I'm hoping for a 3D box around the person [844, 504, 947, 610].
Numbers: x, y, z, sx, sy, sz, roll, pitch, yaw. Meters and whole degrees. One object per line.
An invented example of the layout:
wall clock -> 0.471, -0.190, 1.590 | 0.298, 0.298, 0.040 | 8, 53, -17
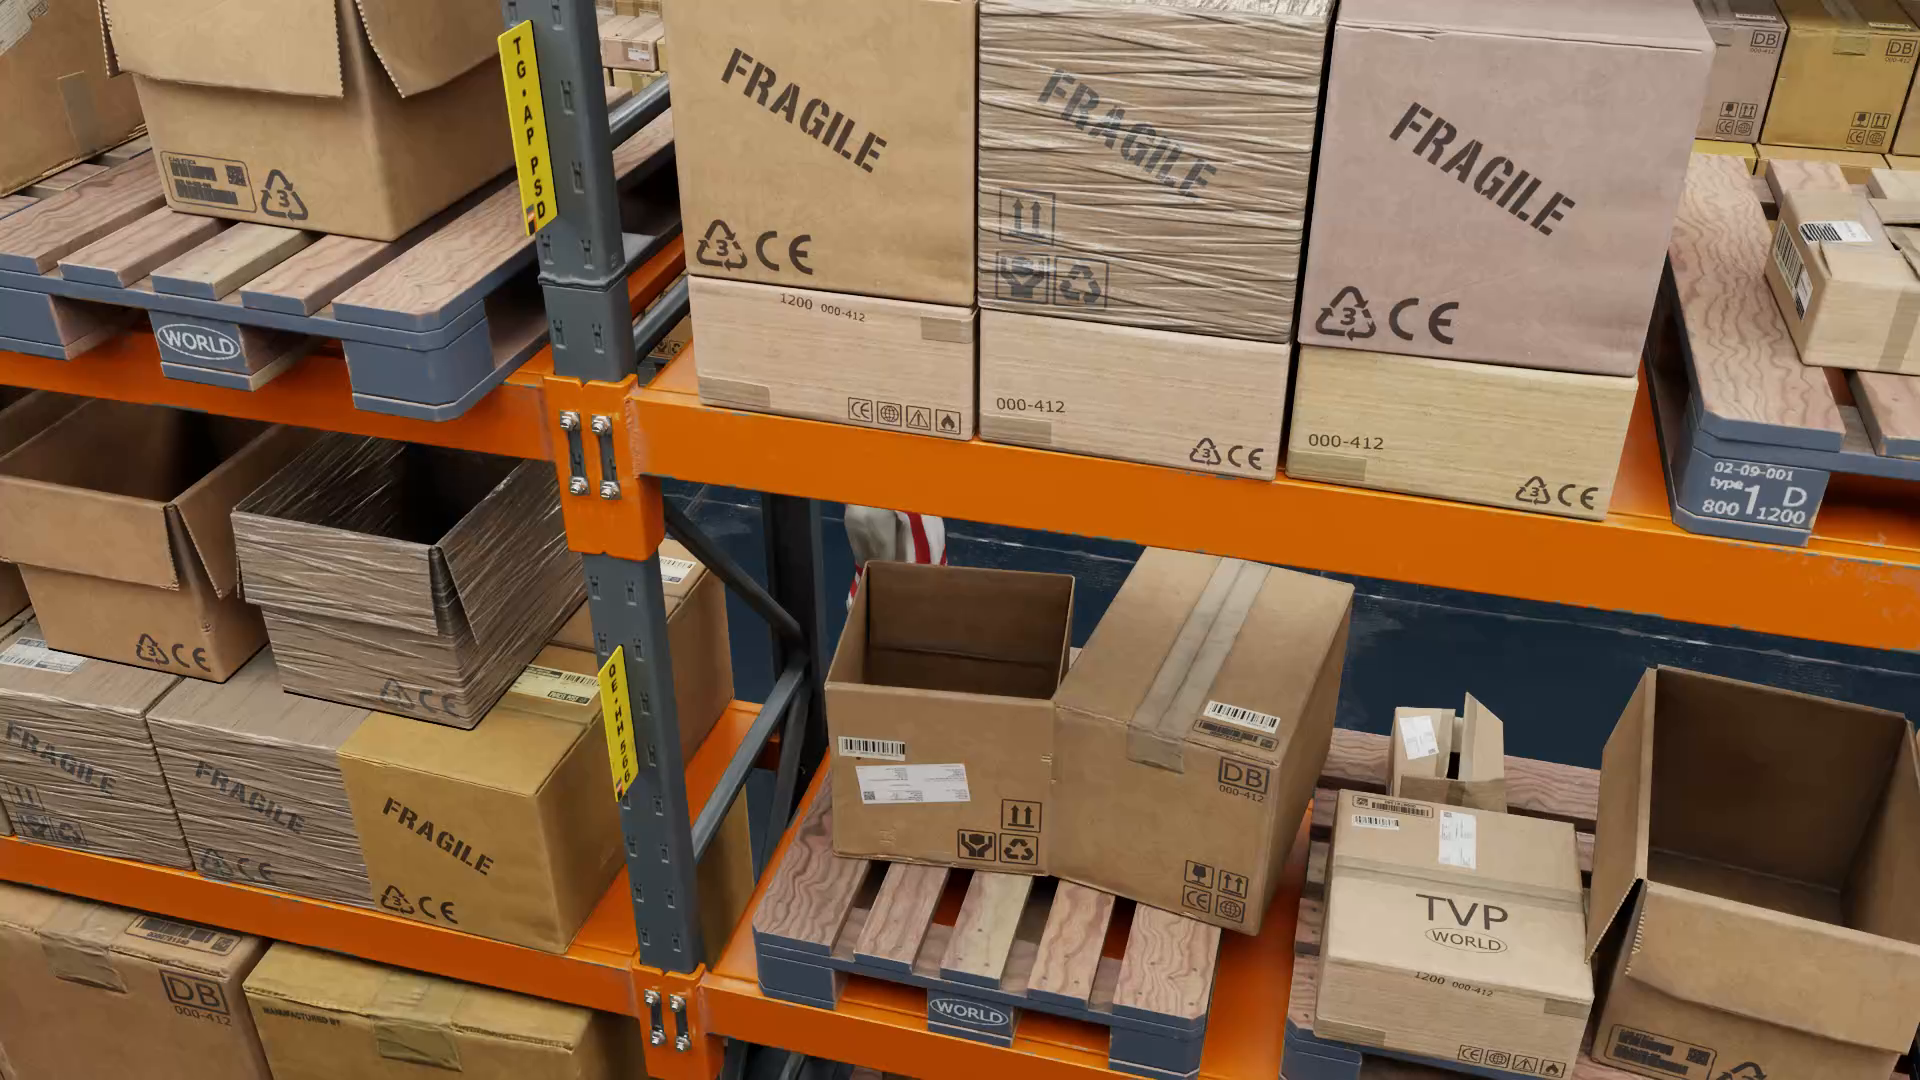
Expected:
person -> -0.277, 0.217, 5.785 | 0.451, 1.777, 0.610 | 6, 33, 9
